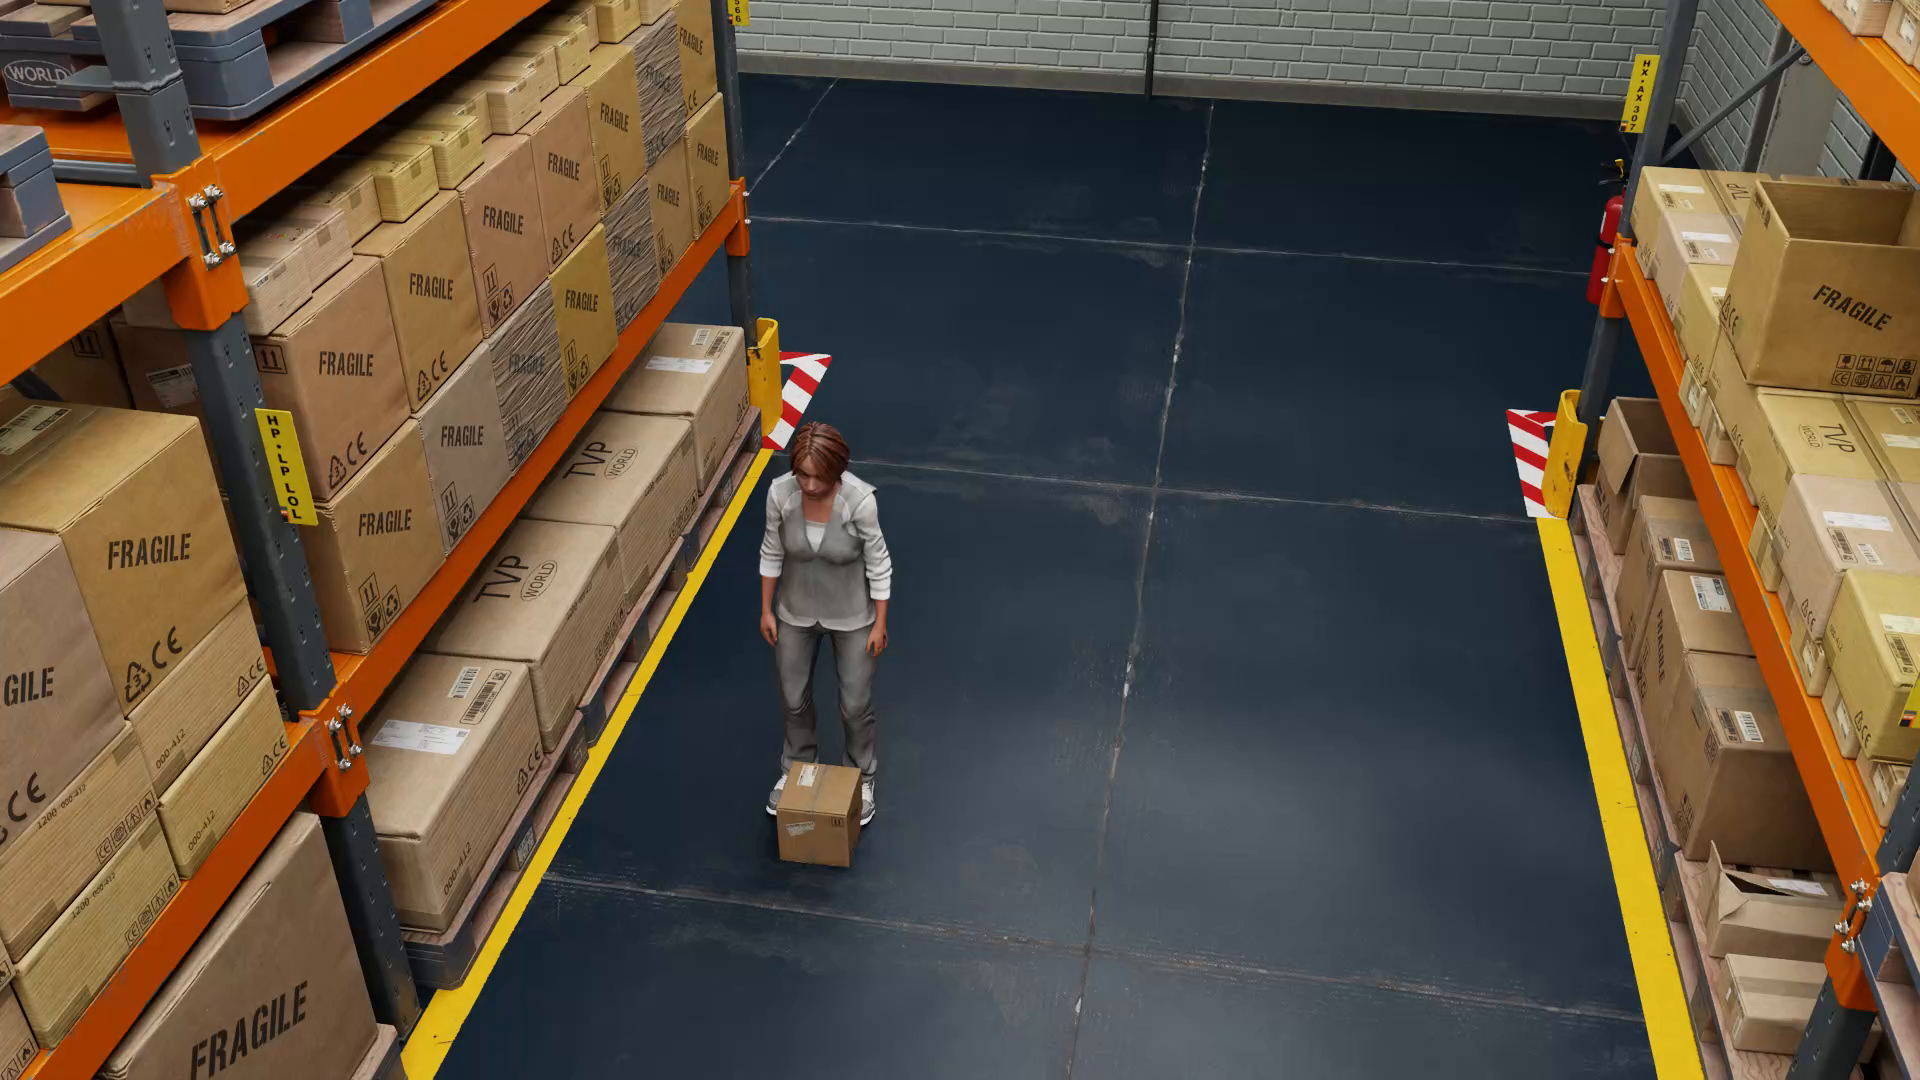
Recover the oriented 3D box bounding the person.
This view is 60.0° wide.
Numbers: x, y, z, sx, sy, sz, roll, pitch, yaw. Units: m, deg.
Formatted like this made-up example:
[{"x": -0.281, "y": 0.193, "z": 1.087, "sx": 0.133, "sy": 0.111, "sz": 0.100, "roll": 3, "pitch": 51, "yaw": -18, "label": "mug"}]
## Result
[{"x": -0.461, "y": 0.277, "z": 5.721, "sx": 0.460, "sy": 1.591, "sz": 0.345, "roll": 5, "pitch": 33, "yaw": 8, "label": "person"}]
